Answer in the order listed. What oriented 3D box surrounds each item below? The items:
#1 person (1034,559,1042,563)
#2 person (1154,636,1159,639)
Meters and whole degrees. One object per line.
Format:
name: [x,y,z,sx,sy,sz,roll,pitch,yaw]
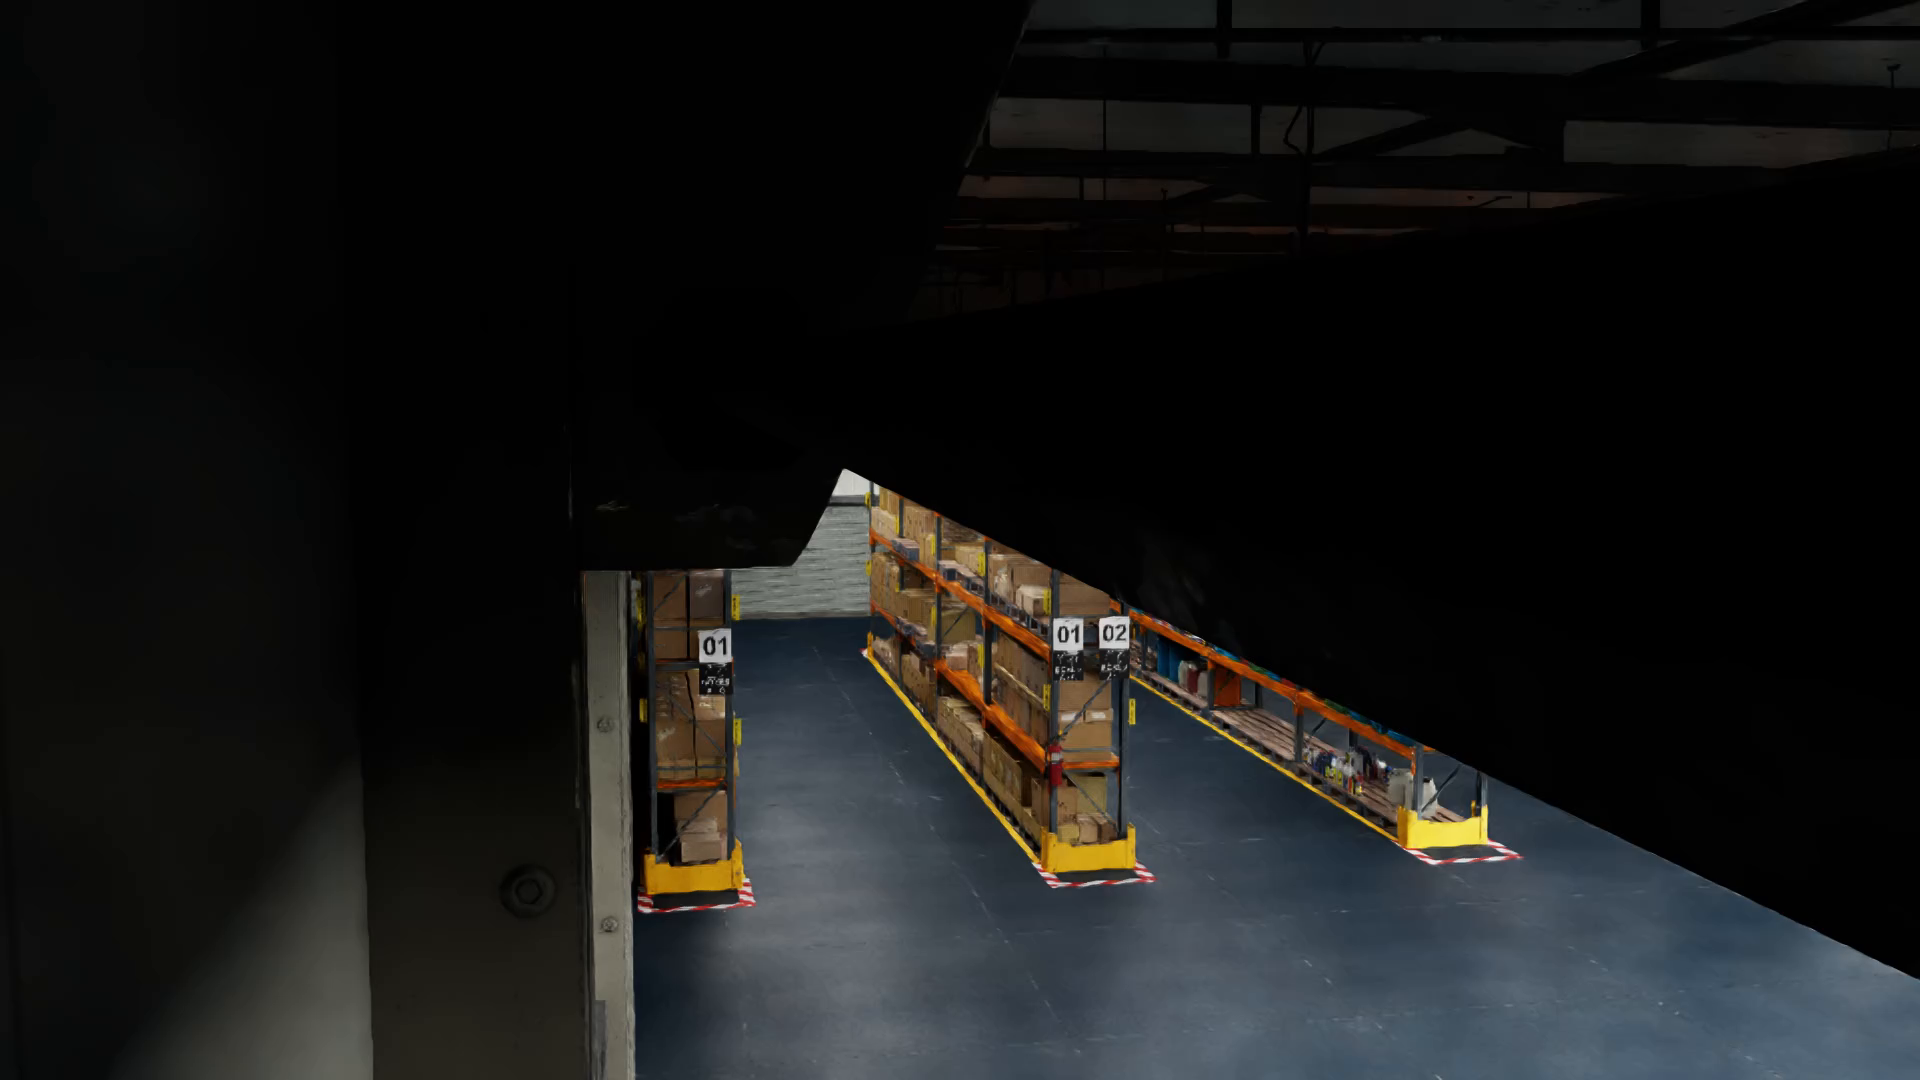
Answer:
person: [1.830,1.292,40.194,0.719,1.714,0.578,-1,6,-12]
person: [4.836,1.486,38.502,0.512,1.669,0.581,-3,7,-24]
